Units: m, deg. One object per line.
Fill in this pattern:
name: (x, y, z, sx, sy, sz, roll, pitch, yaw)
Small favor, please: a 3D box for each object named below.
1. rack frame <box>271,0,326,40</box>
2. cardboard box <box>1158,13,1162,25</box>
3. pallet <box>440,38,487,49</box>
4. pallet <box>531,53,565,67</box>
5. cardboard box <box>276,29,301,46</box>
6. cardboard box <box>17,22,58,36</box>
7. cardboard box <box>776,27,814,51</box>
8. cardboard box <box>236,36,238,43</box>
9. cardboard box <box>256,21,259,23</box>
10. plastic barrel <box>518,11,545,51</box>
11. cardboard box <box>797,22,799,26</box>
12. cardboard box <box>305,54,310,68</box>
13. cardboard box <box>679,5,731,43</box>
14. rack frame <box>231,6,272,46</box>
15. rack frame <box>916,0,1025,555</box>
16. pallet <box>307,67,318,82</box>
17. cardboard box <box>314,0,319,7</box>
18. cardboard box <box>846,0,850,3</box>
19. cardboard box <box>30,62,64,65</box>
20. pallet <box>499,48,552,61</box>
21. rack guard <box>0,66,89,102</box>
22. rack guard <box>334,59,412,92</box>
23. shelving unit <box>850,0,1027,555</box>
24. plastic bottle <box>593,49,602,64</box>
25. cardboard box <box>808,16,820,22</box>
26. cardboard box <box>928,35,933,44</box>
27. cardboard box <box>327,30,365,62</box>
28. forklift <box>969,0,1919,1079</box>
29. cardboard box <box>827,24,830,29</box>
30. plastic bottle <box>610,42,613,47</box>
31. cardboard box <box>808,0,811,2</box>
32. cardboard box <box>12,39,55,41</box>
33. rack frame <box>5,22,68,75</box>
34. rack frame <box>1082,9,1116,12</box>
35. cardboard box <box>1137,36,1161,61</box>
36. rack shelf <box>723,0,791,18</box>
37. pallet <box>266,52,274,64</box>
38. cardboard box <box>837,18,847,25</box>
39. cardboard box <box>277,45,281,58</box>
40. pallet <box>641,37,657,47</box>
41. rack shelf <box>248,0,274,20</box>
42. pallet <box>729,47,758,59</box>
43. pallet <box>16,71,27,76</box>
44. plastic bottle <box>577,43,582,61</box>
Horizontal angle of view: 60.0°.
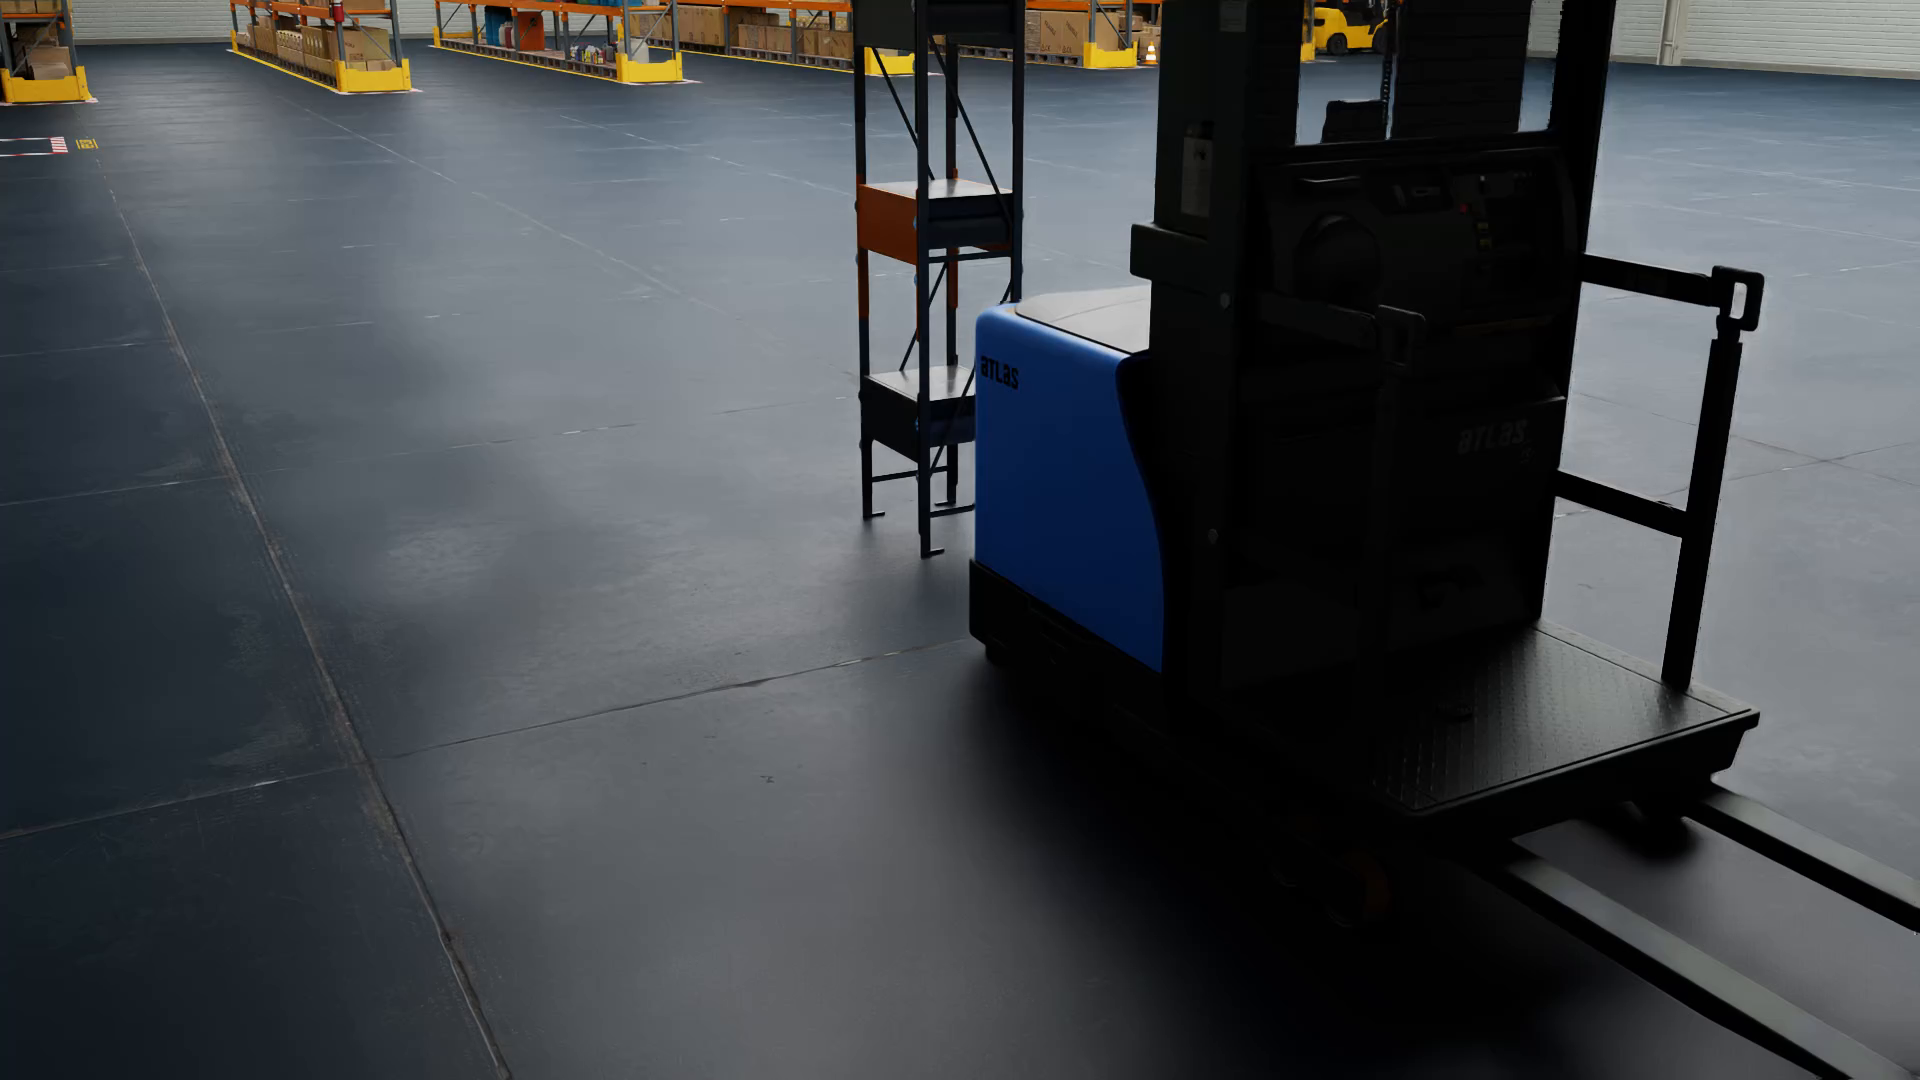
rack frame: (-13.790, -11.393, 34.549, 1.000, 3.000, 0.127, -10, 21, -27)
cardboard box: (6.150, -15.222, 48.835, 0.500, 0.500, 0.500, -9, 21, -24)
pallet: (-12.871, -12.894, 43.176, 1.003, 0.211, 1.213, -10, 21, -27)
pallet: (-8.520, -10.262, 35.548, 1.003, 0.211, 1.213, -10, 21, -27)
cardboard box: (-13.800, -10.361, 34.270, 0.500, 0.311, 0.500, -9, 21, -25)
cardboard box: (-18.382, -10.038, 33.275, 0.750, 0.750, 0.750, -10, 22, -27)
cardboard box: (-3.654, -11.123, 36.926, 0.700, 0.500, 0.500, -10, 21, -27)
cardboard box: (-17.574, -12.312, 40.884, 0.380, 0.166, 0.250, -10, 21, -27)
cardboard box: (-17.114, -12.597, 41.198, 0.500, 0.500, 0.500, -10, 21, -27)
plastic barrel: (-9.677, -11.469, 37.454, 0.600, 0.830, 0.708, -10, 21, -27)
cardboard box: (-4.433, -14.763, 47.587, 0.380, 0.149, 0.250, -9, 21, -24)
cardboard box: (-11.938, -8.963, 31.079, 0.500, 0.250, 0.500, -10, 21, -27)
cardboard box: (-6.223, -12.831, 41.332, 1.225, 0.875, 0.875, -11, 22, -29)
rack frame: (-17.589, -13.689, 41.204, 1.000, 3.000, 0.127, -10, 21, -27)
rack frame: (0.037, -0.970, 5.724, 0.400, 2.100, 0.015, -10, 21, -27)
pallet: (-11.550, -8.691, 30.995, 1.003, 0.211, 1.213, -10, 21, -27)
cardboard box: (-11.419, -10.015, 30.402, 0.700, 0.500, 0.500, -10, 22, -27)
cardboard box: (-2.058, -10.848, 33.357, 0.380, 0.149, 0.250, -10, 21, -27)
cardboard box: (-14.869, -7.641, 27.123, 0.500, 0.311, 0.500, -8, 21, -22)
pallet: (-9.840, -11.060, 37.861, 1.003, 0.211, 1.213, -10, 21, -27)
rack guard: (-14.385, -7.168, 26.137, 1.175, 0.500, 0.348, -10, 21, -27)
rack guard: (-9.980, -7.907, 28.281, 1.175, 0.500, 0.348, -10, 21, -27)
shelving unit: (-0.079, -1.040, 5.927, 0.431, 2.100, 0.503, -10, 21, -27)
plastic bottle: (-6.984, -9.318, 32.039, 0.152, 0.276, 0.135, -10, 21, -26)
cardboard box: (-4.072, -14.680, 46.889, 0.380, 0.149, 0.250, -11, 22, -29)
cardboard box: (-0.447, -12.611, 40.886, 1.050, 0.750, 0.750, -10, 22, -27)
cardboard box: (-10.508, -8.457, 28.463, 0.500, 0.500, 0.500, -10, 21, -27)
forklift: (1.172, -0.700, 3.668, 1.130, 2.935, 3.031, -10, 21, -27)
cardboard box: (-3.439, -14.153, 45.820, 0.380, 0.149, 0.250, -9, 21, -25)
plastic bottle: (-6.970, -9.826, 33.395, 0.144, 0.351, 0.185, -11, 22, -28)
cardboard box: (-2.956, -11.339, 34.779, 0.380, 0.149, 0.250, -10, 21, -27)
cardboard box: (-17.109, -9.004, 30.785, 0.700, 0.500, 0.500, -10, 21, -26)
rack frame: (-16.249, -9.476, 28.994, 1.000, 3.000, 0.127, -10, 21, -27)
rack frame: (3.651, -14.461, 43.441, 1.000, 3.000, 0.127, -10, 21, -27)
cardboard box: (4.388, -11.096, 37.517, 0.637, 0.503, 0.797, 7, 20, 20)
rack shelf: (-4.121, -12.012, 37.446, 1.077, 0.370, 4.000, -10, 21, -27)
pallet: (-14.687, -10.644, 36.655, 1.003, 0.211, 1.213, -10, 21, -27)
cardboard box: (-3.111, -14.075, 45.136, 0.380, 0.149, 0.250, -10, 21, -26)
cardboard box: (-13.800, -10.095, 34.361, 0.500, 0.250, 0.500, -10, 21, -27)
pallet: (-7.845, -13.337, 44.459, 1.003, 0.211, 1.213, -10, 21, -27)
rack shelf: (-14.740, -11.627, 36.330, 1.077, 0.370, 4.000, -10, 21, -27)
pallet: (-4.701, -11.383, 38.796, 1.003, 0.211, 1.213, -10, 21, -27)
pallet: (-16.620, -8.381, 30.096, 1.003, 0.211, 1.213, -10, 21, -27)
plastic bottle: (-7.512, -9.670, 32.944, 0.144, 0.351, 0.185, -9, 21, -25)
